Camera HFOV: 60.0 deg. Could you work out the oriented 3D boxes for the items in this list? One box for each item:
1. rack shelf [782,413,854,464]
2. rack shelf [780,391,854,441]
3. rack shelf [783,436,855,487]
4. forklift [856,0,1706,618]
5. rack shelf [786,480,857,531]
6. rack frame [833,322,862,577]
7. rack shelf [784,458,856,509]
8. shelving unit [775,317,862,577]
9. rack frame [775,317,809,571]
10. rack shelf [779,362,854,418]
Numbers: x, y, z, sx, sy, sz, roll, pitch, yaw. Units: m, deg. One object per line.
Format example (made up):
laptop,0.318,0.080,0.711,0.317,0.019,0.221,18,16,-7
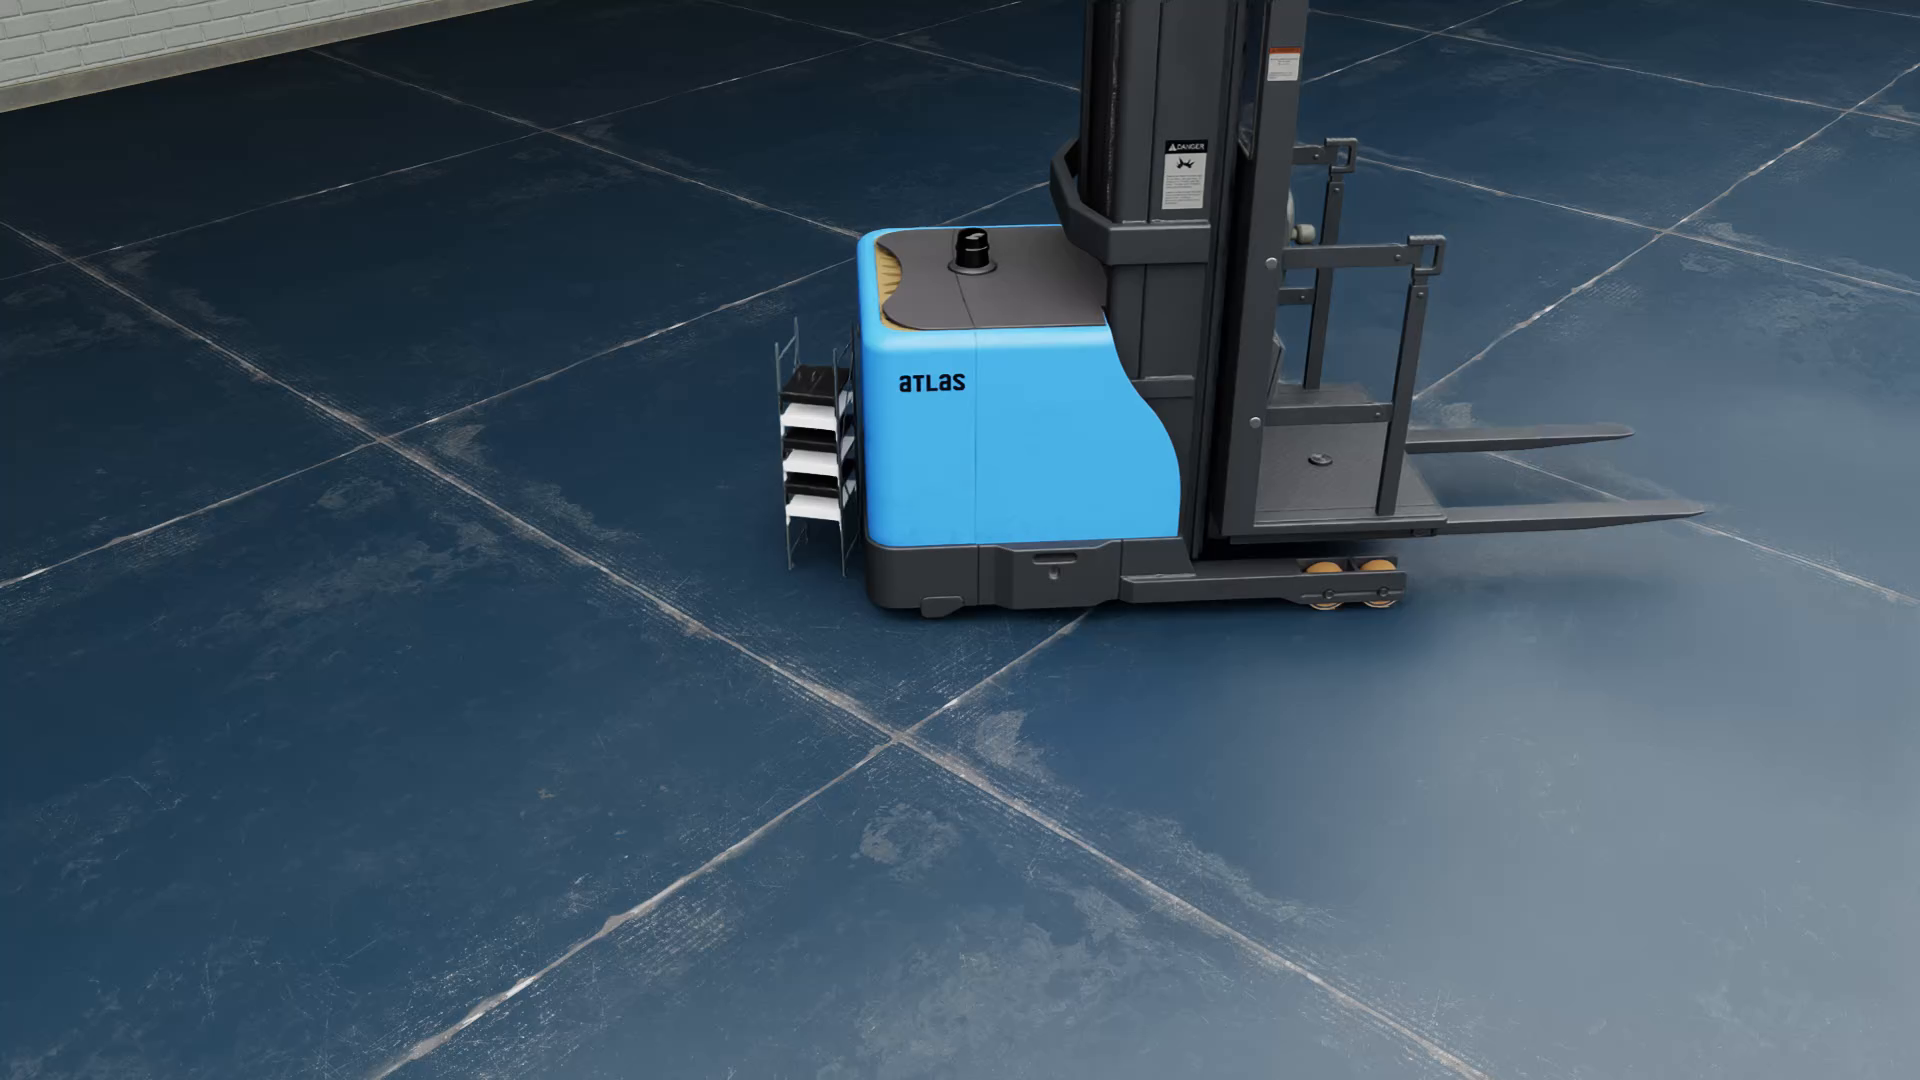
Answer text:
rack shelf,-0.496,-0.370,5.882,0.200,0.077,0.258,6,32,10
rack shelf,-0.496,-0.447,5.836,0.200,0.077,0.258,6,32,10
rack shelf,-0.496,-0.293,5.929,0.200,0.077,0.258,6,32,10
forklift,1.155,-1.281,5.536,3.031,2.935,1.130,-2,31,-4
rack shelf,-0.496,-0.139,6.022,0.200,0.077,0.258,6,32,10
rack frame,-0.397,-0.311,5.893,0.006,0.900,0.240,6,32,10
rack shelf,-0.496,-0.216,5.975,0.200,0.077,0.258,6,32,10
shelving unit,-0.496,-0.322,5.912,0.210,0.900,0.258,6,32,10
rack frame,-0.596,-0.333,5.930,0.006,0.900,0.240,6,32,10
rack shelf,-0.496,-0.524,5.790,0.200,0.077,0.258,6,32,10
